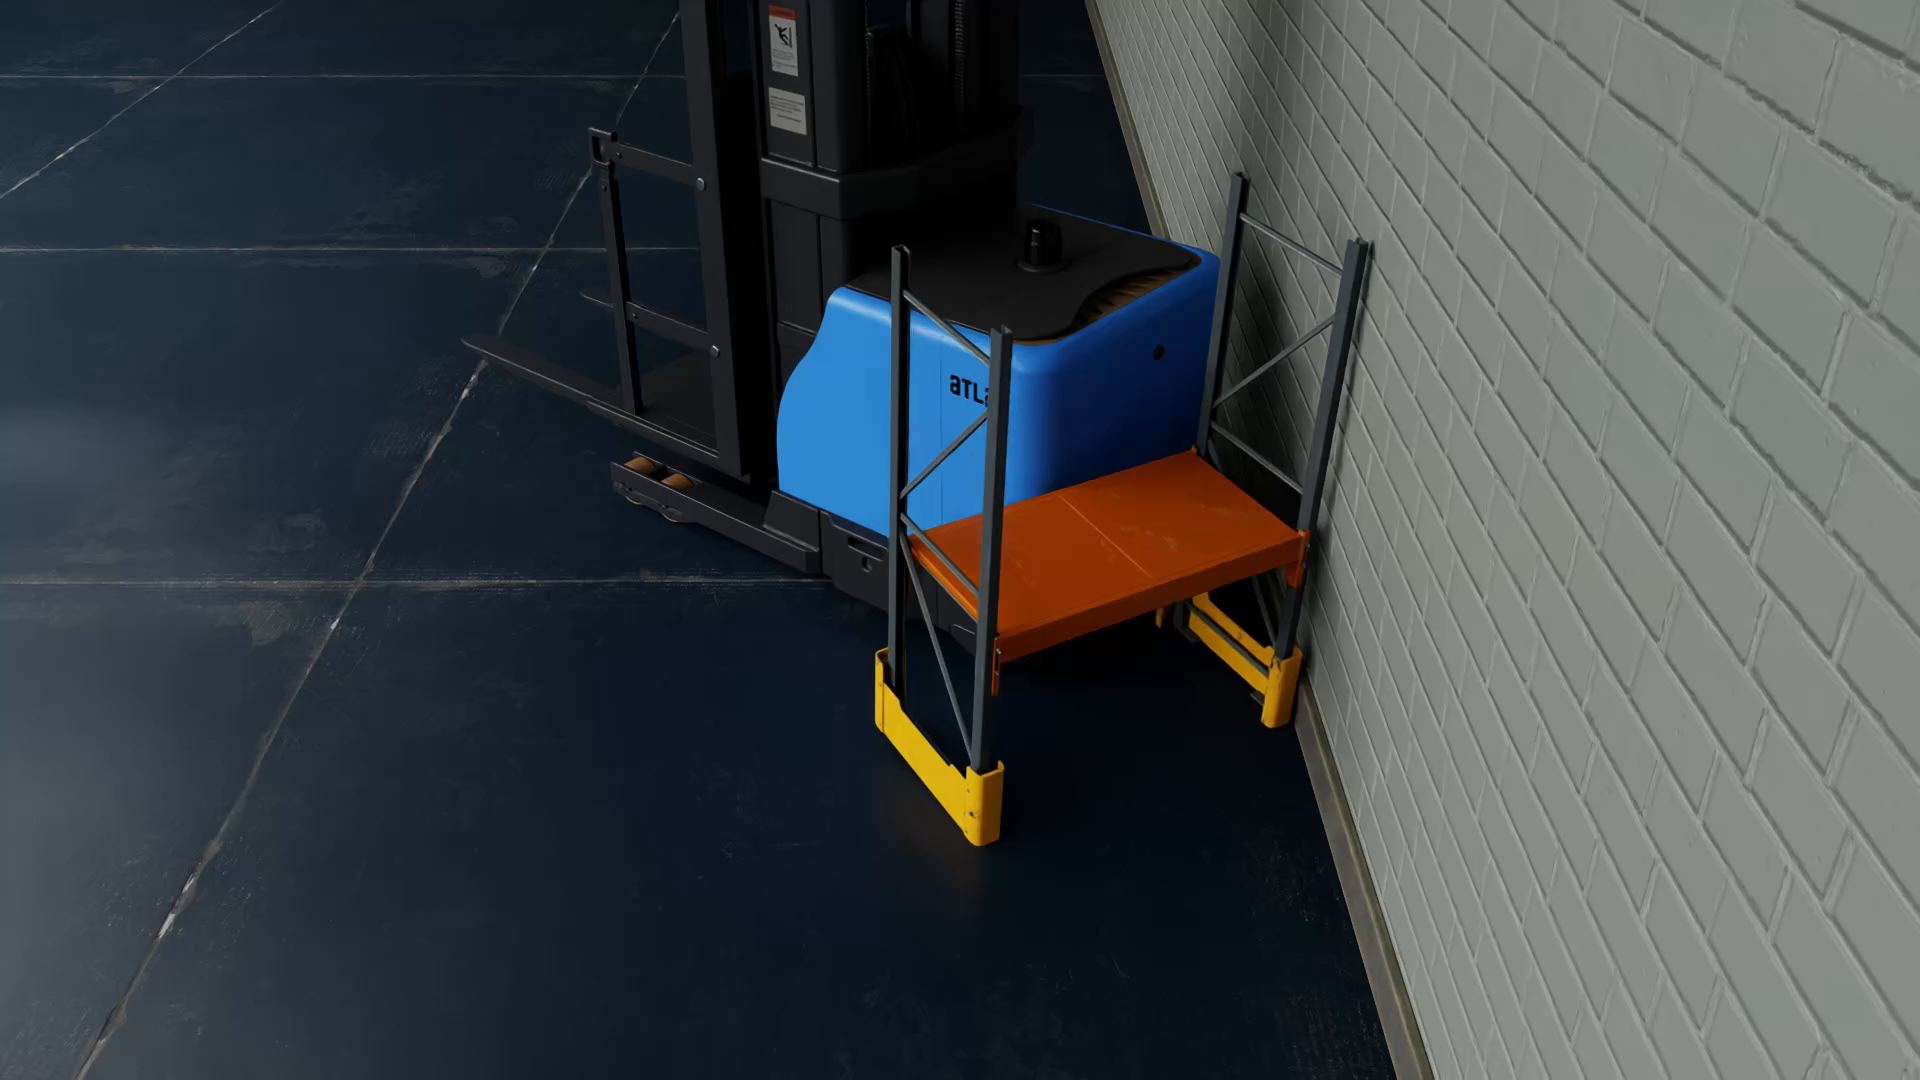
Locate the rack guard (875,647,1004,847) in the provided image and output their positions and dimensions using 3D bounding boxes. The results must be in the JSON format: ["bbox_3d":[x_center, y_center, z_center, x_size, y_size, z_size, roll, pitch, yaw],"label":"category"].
[{"bbox_3d":[-0.065,0.556,4.554,0.087,0.250,0.587,-17,39,-25],"label":"rack guard"}]

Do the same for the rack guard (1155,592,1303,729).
[{"bbox_3d":[0.794,0.290,4.982,0.087,0.250,0.587,-17,39,-25],"label":"rack guard"}]

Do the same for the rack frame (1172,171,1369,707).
[{"bbox_3d":[0.831,-0.227,4.633,0.032,1.500,0.500,-17,39,-25],"label":"rack frame"}]

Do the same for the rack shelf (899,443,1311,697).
[{"bbox_3d":[0.386,0.056,4.517,1.000,0.185,0.538,-17,39,-25],"label":"rack shelf"}]

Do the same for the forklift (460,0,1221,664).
[{"bbox_3d":[-0.616,-1.504,5.404,3.031,2.935,1.130,23,38,33],"label":"forklift"}]

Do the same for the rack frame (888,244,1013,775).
[{"bbox_3d":[-0.047,0.043,4.196,0.032,1.500,0.500,-17,39,-25],"label":"rack frame"}]

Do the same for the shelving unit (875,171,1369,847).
[{"bbox_3d":[0.384,-0.090,4.411,1.083,1.500,0.587,-17,39,-25],"label":"shelving unit"}]
